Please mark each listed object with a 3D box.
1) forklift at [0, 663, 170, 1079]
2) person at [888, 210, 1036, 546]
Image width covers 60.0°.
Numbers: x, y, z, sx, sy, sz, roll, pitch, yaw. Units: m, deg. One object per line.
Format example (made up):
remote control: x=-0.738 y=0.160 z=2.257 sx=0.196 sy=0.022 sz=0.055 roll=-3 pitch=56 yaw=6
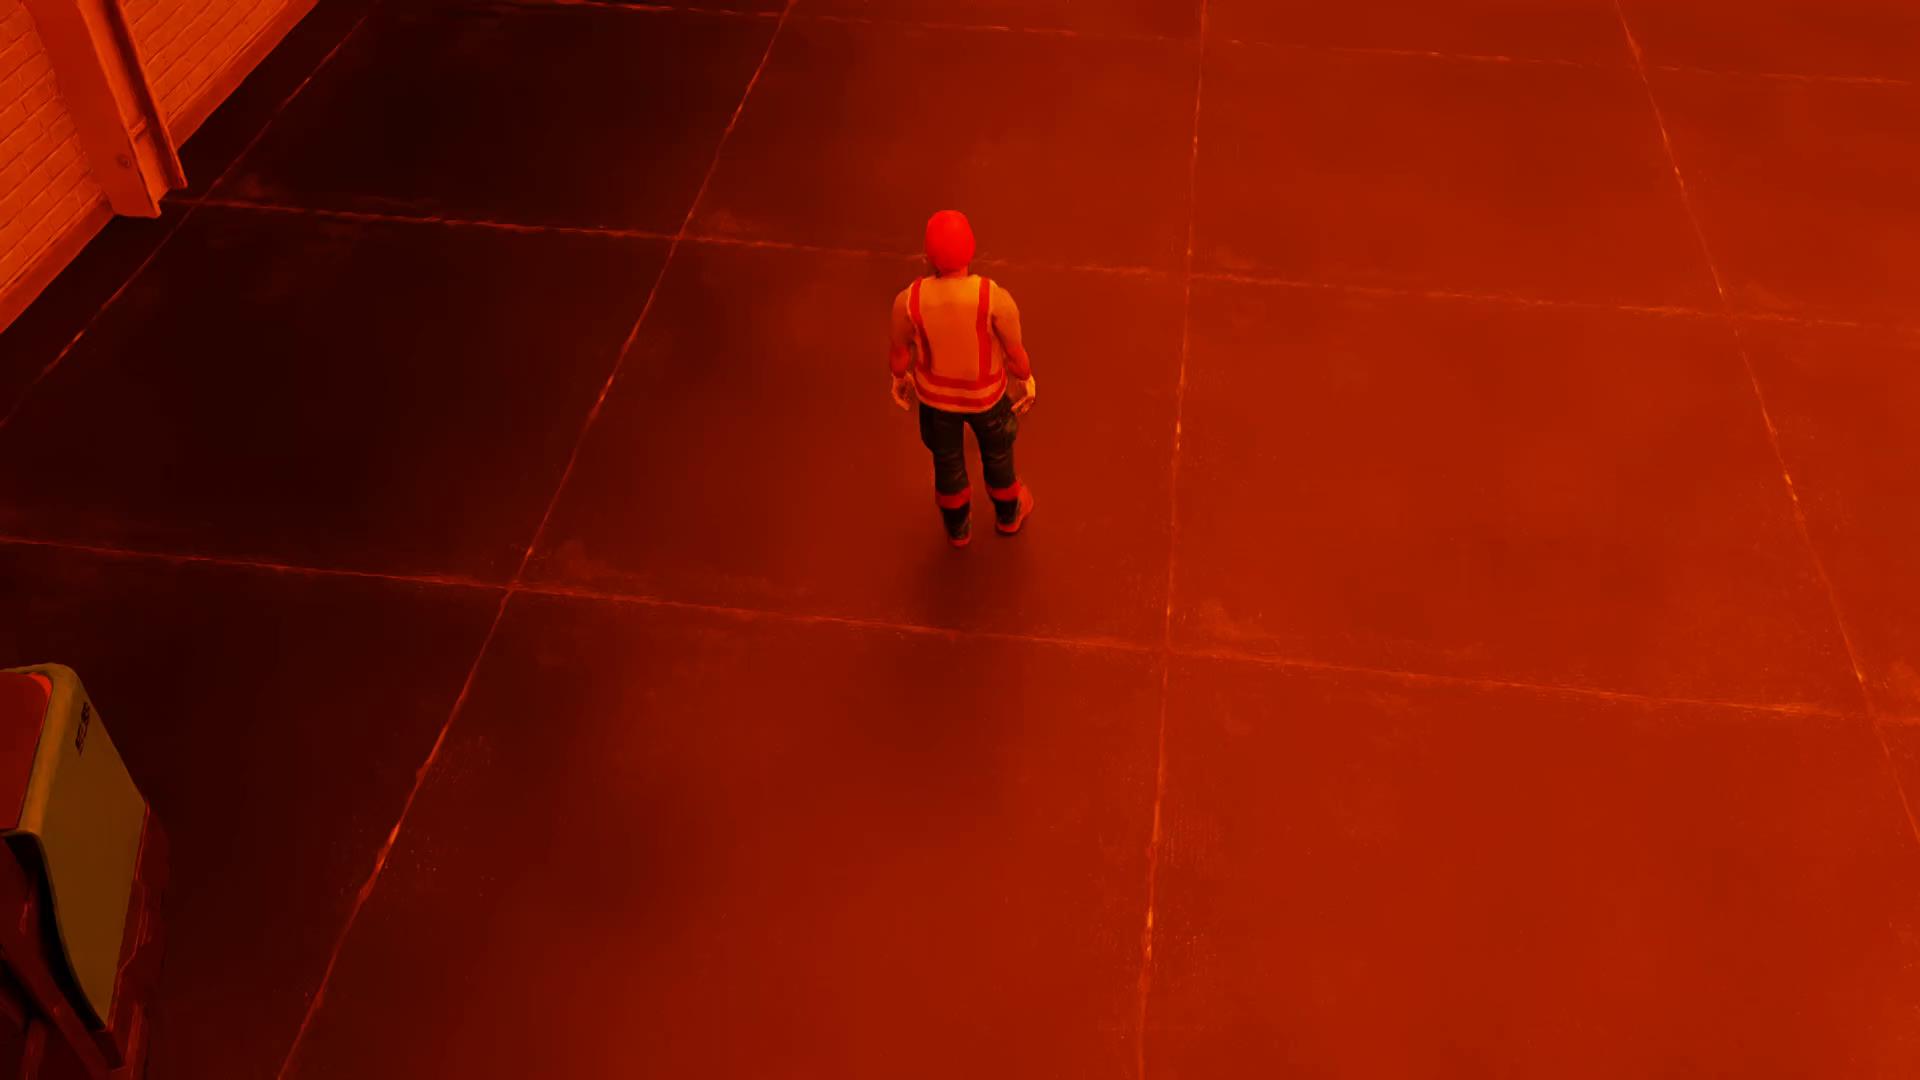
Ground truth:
forklift: x=-3.293 y=1.176 z=4.445 sx=1.130 sy=2.935 sz=3.031 roll=-8 pitch=43 yaw=-9
person: x=0.022 y=-0.717 z=7.339 sx=0.637 sy=1.787 sz=0.563 roll=5 pitch=43 yaw=6
